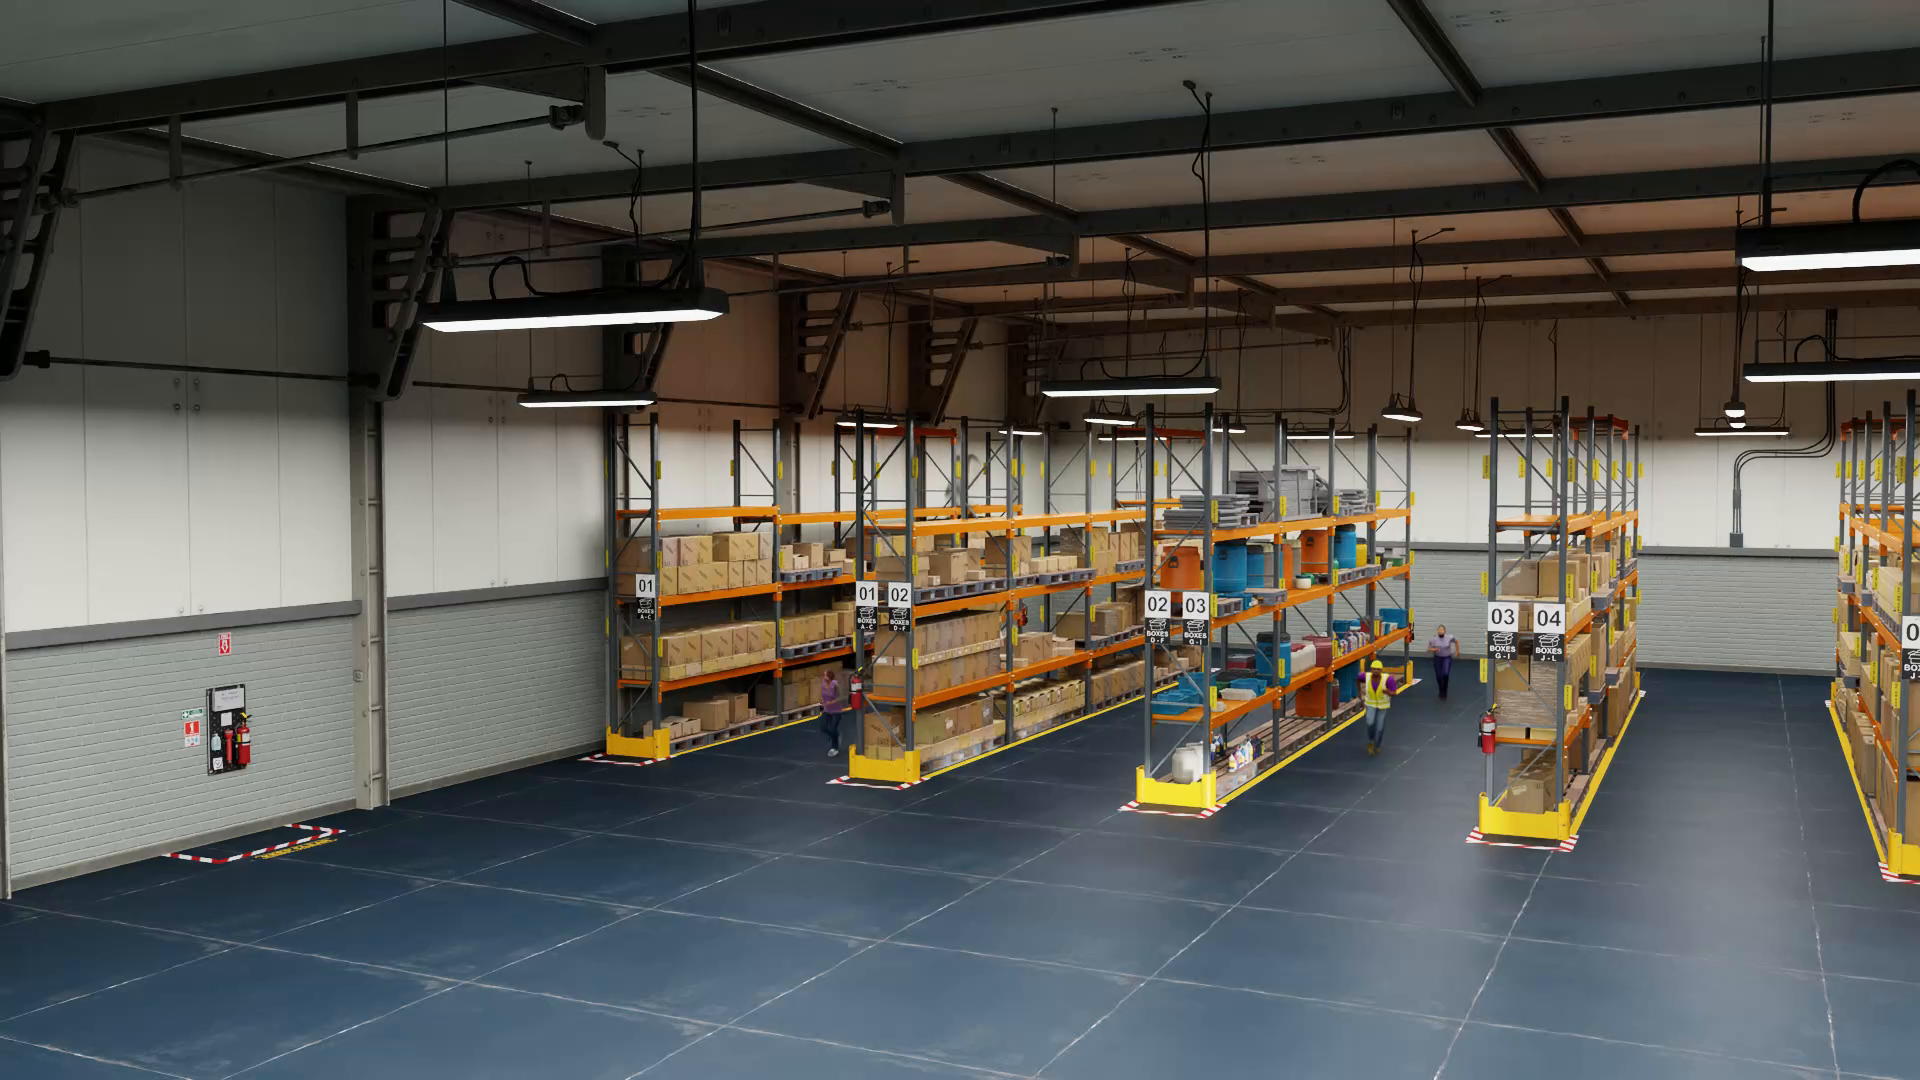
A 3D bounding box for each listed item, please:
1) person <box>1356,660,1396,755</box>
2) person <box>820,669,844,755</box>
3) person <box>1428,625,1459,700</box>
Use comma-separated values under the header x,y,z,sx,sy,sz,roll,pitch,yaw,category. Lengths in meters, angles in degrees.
x,y,z,sx,sy,sz,roll,pitch,yaw,category
7.238,2.914,28.942,0.681,1.678,0.885,1,2,13,person
-2.255,3.008,29.030,0.511,1.541,0.588,1,3,25,person
10.532,2.670,36.263,0.631,1.616,0.790,1,3,19,person
